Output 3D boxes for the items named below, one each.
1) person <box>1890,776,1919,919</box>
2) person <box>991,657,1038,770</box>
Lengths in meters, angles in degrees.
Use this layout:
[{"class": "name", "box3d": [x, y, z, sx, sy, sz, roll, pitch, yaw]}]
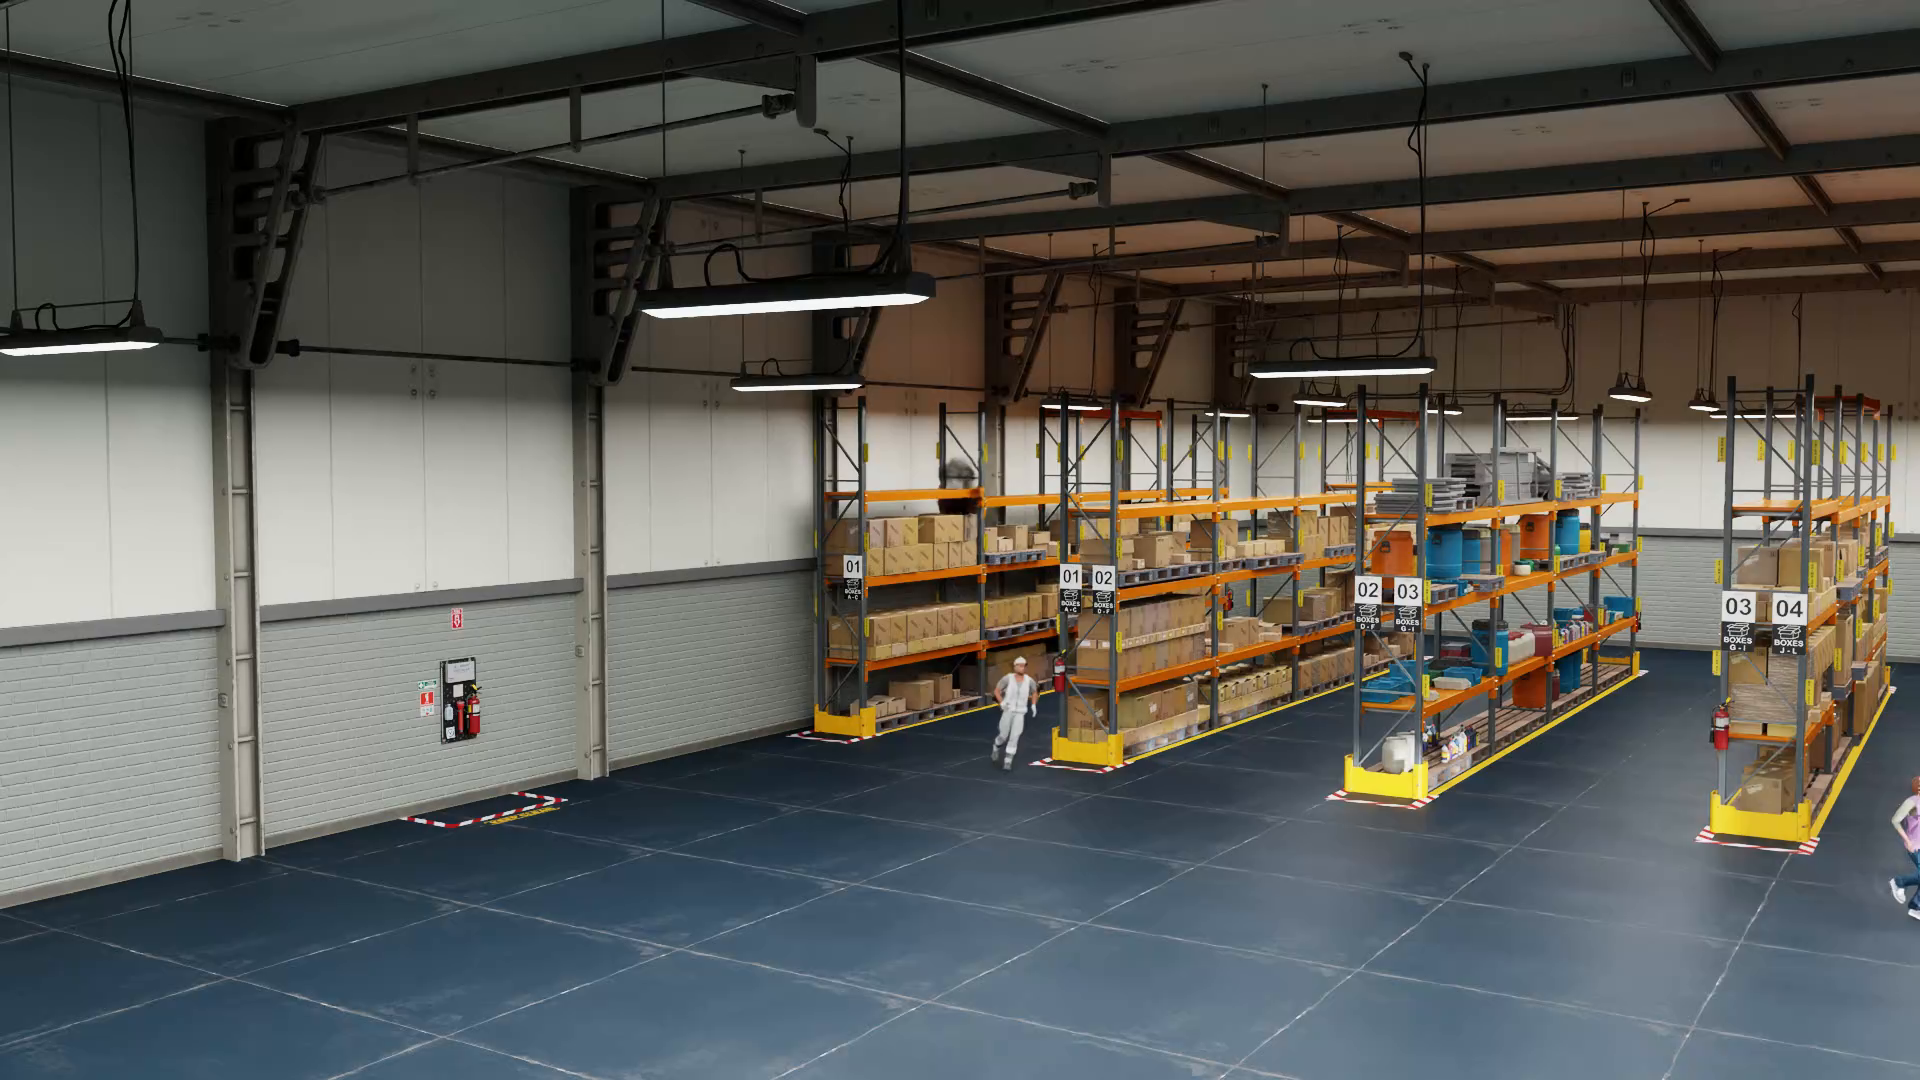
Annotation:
[{"class": "person", "box3d": [10.310, 3.343, 17.852, 0.545, 1.468, 0.541, -1, 3, -17]}, {"class": "person", "box3d": [0.897, 2.735, 26.446, 0.722, 1.751, 0.807, 0, 3, -9]}]
